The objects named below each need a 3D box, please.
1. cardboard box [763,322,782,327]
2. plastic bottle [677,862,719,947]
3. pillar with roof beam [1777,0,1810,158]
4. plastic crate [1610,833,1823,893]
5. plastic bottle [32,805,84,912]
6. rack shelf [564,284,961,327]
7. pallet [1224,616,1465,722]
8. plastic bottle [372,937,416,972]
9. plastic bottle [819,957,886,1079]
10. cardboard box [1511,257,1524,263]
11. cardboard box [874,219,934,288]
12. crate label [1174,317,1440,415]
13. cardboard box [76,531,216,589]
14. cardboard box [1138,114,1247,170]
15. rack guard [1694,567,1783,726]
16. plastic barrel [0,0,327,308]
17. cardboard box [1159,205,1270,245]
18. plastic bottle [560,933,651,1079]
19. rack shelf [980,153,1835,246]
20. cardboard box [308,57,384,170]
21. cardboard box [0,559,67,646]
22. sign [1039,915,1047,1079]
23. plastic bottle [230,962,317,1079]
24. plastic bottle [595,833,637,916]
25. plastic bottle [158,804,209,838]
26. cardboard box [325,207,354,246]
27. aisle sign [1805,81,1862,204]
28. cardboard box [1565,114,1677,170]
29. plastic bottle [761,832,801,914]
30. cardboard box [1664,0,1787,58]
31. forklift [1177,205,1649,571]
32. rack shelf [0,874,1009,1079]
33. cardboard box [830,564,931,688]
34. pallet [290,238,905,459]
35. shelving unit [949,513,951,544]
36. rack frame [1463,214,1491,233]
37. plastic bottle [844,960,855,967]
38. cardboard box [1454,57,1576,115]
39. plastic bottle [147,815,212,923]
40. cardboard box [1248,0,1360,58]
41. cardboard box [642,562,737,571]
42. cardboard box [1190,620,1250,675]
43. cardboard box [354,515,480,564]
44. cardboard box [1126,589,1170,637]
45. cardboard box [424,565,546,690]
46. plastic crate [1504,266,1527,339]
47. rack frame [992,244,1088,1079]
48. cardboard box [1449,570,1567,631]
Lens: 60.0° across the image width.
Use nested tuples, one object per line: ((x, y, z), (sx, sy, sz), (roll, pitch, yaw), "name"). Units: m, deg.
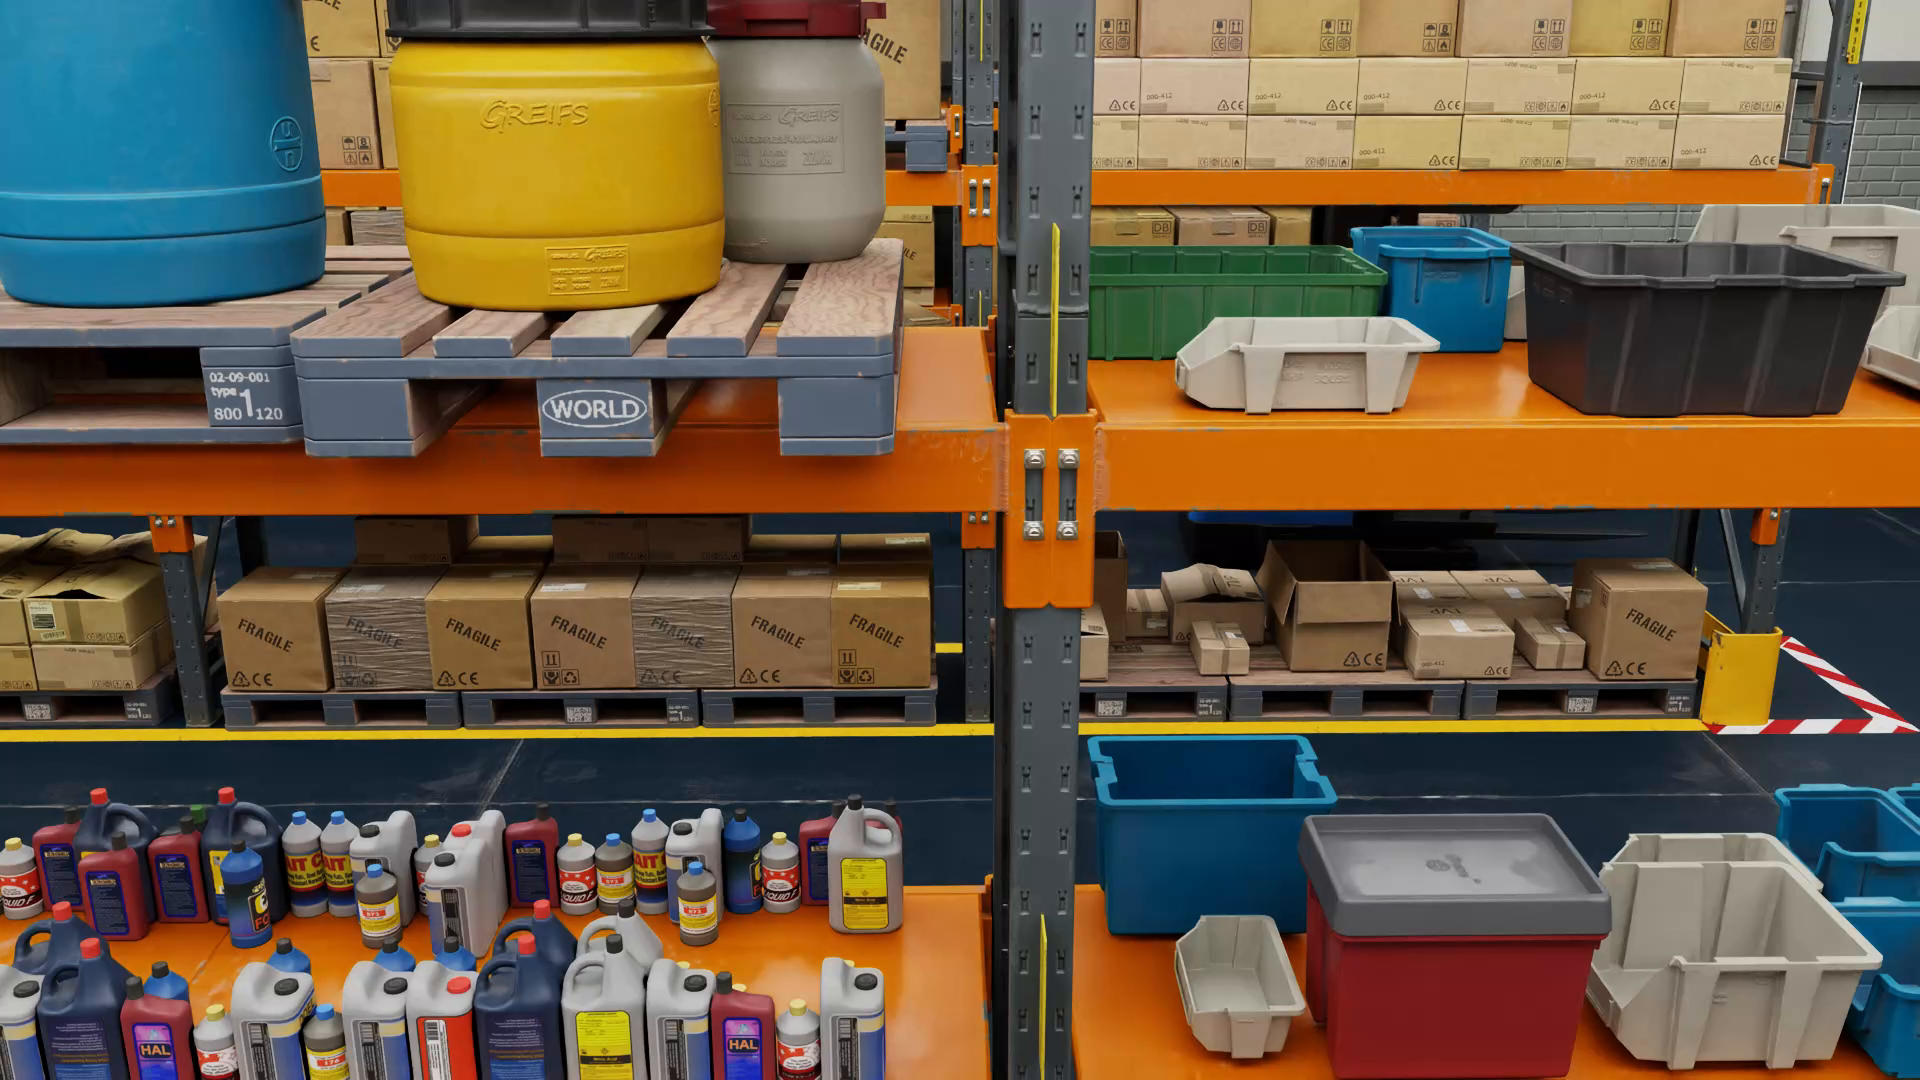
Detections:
((-1.080, -0.923, 8.662), (0.500, 0.500, 0.700), (3, 18, 8), "cardboard box")
((-0.656, 0.901, 4.153), (0.097, 0.201, 0.097), (0, 18, 0), "plastic bottle")
((6.755, -3.983, 9.232), (0.400, 9.000, 9.100), (0, 18, -1), "pillar with roof beam")
((1.895, 0.878, 4.234), (0.466, 0.136, 0.293), (0, 18, -1), "plastic crate")
((-2.301, 0.818, 4.278), (0.133, 0.283, 0.061), (0, 18, -1), "plastic bottle")
((-1.998, -1.793, 13.403), (4.000, 0.370, 1.077), (0, 18, -1), "rack shelf")
((1.993, 0.686, 9.063), (1.213, 0.211, 1.003), (0, 18, -1), "pallet")
((-1.255, 1.010, 3.700), (0.097, 0.271, 0.097), (0, 18, 0), "plastic bottle")
((-0.231, 1.041, 3.596), (0.135, 0.276, 0.152), (0, 18, -1), "plastic bottle")
((2.613, -1.248, 8.725), (0.500, 0.500, 0.500), (0, 18, 0), "cardboard box")
((-0.456, -2.264, 13.012), (0.500, 0.500, 0.500), (-1, 18, -2), "cardboard box")
((0.652, -0.336, 3.205), (0.466, 0.136, 0.293), (0, 18, -1), "crate label")
((-4.444, 0.143, 9.088), (0.500, 0.311, 0.500), (0, 18, 1), "cardboard box")
((1.074, -1.917, 7.947), (0.500, 0.250, 0.500), (0, 18, -1), "cardboard box")
((4.007, 0.539, 9.047), (0.348, 0.500, 1.175), (0, 18, -1), "rack guard")
((-1.546, -0.931, 3.120), (0.708, 0.901, 0.600), (0, 18, -1), "plastic barrel")
((2.002, -2.294, 13.296), (0.700, 0.700, 0.980), (-1, 18, -4), "cardboard box")
((-0.756, 1.009, 3.573), (0.185, 0.351, 0.144), (0, 18, -1), "plastic bottle")
((2.084, -1.727, 8.288), (4.000, 0.370, 1.077), (0, 18, -1), "rack shelf")
((-2.970, -2.103, 8.119), (0.500, 0.500, 0.910), (0, 18, -1), "cardboard box")
((-4.955, 0.312, 8.560), (0.500, 0.311, 0.500), (-1, 18, -2), "cardboard box")
((0.165, 0.917, 3.324), (0.005, 0.325, 0.100), (0, 18, -1), "sign")
((-1.467, 1.047, 3.577), (0.135, 0.276, 0.152), (0, 18, -1), "plastic bottle")
((-0.890, 0.856, 4.294), (0.097, 0.201, 0.097), (0, 18, 0), "plastic bottle")
((-1.982, 0.817, 4.282), (0.133, 0.283, 0.061), (0, 18, -1), "plastic bottle")
((-5.026, -2.366, 13.129), (0.500, 0.500, 0.700), (-2, 18, -6), "cardboard box")
((4.156, -1.796, 7.979), (0.004, 0.787, 0.394), (0, 18, -1), "aisle sign")
((3.074, -1.926, 7.976), (0.500, 0.250, 0.500), (0, 18, -1), "cardboard box")
((-0.463, 0.854, 4.300), (0.097, 0.201, 0.097), (0, 18, 0), "plastic bottle")
((3.570, -2.596, 8.017), (0.500, 0.500, 0.700), (0, 18, -1), "cardboard box")
((3.037, -1.344, 10.939), (3.031, 2.935, 1.130), (1, 18, 3), "forklift")
((-1.841, 1.233, 3.970), (4.000, 0.370, 1.077), (0, 18, -1), "rack shelf")
((-0.405, 0.439, 8.641), (0.500, 0.500, 0.500), (0, 18, -1), "cardboard box")
((-0.624, -0.424, 3.356), (1.003, 0.211, 1.213), (0, 18, -1), "pallet")
((0.054, -0.500, 11.388), (0.252, 1.050, 0.215), (0, 18, -1), "shelving unit")
((4.001, -2.164, 13.383), (0.127, 3.000, 1.000), (0, 18, -1), "rack frame")
((-0.251, 1.038, 3.726), (0.097, 0.201, 0.097), (0, 18, 0), "plastic bottle")
((2.574, -2.162, 7.893), (0.500, 0.250, 0.500), (0, 18, -1), "cardboard box")
((-1.981, 0.835, 4.224), (0.133, 0.283, 0.061), (0, 18, -1), "plastic bottle")
((1.572, -2.561, 7.910), (0.500, 0.500, 0.700), (0, 18, -1), "cardboard box")
((-1.437, 0.283, 9.127), (0.500, 0.500, 0.500), (0, 18, 0), "cardboard box")
((1.372, 0.565, 8.795), (0.250, 0.166, 0.380), (0, 18, -1), "cardboard box")
((-2.928, -0.067, 8.989), (0.500, 0.250, 0.500), (0, 18, 1), "cardboard box")
((1.023, 0.407, 9.316), (0.250, 0.149, 0.380), (0, 18, -1), "cardboard box")
((-2.431, 0.448, 8.612), (0.500, 0.500, 0.500), (-1, 18, -2), "cardboard box")
((1.424, -0.544, 3.854), (0.466, 0.136, 0.293), (0, 18, -1), "plastic crate")
((0.158, 0.881, 3.890), (0.127, 3.000, 1.000), (0, 18, -1), "rack frame")
((3.035, 0.367, 9.274), (0.500, 0.250, 0.500), (0, 18, -1), "cardboard box")
